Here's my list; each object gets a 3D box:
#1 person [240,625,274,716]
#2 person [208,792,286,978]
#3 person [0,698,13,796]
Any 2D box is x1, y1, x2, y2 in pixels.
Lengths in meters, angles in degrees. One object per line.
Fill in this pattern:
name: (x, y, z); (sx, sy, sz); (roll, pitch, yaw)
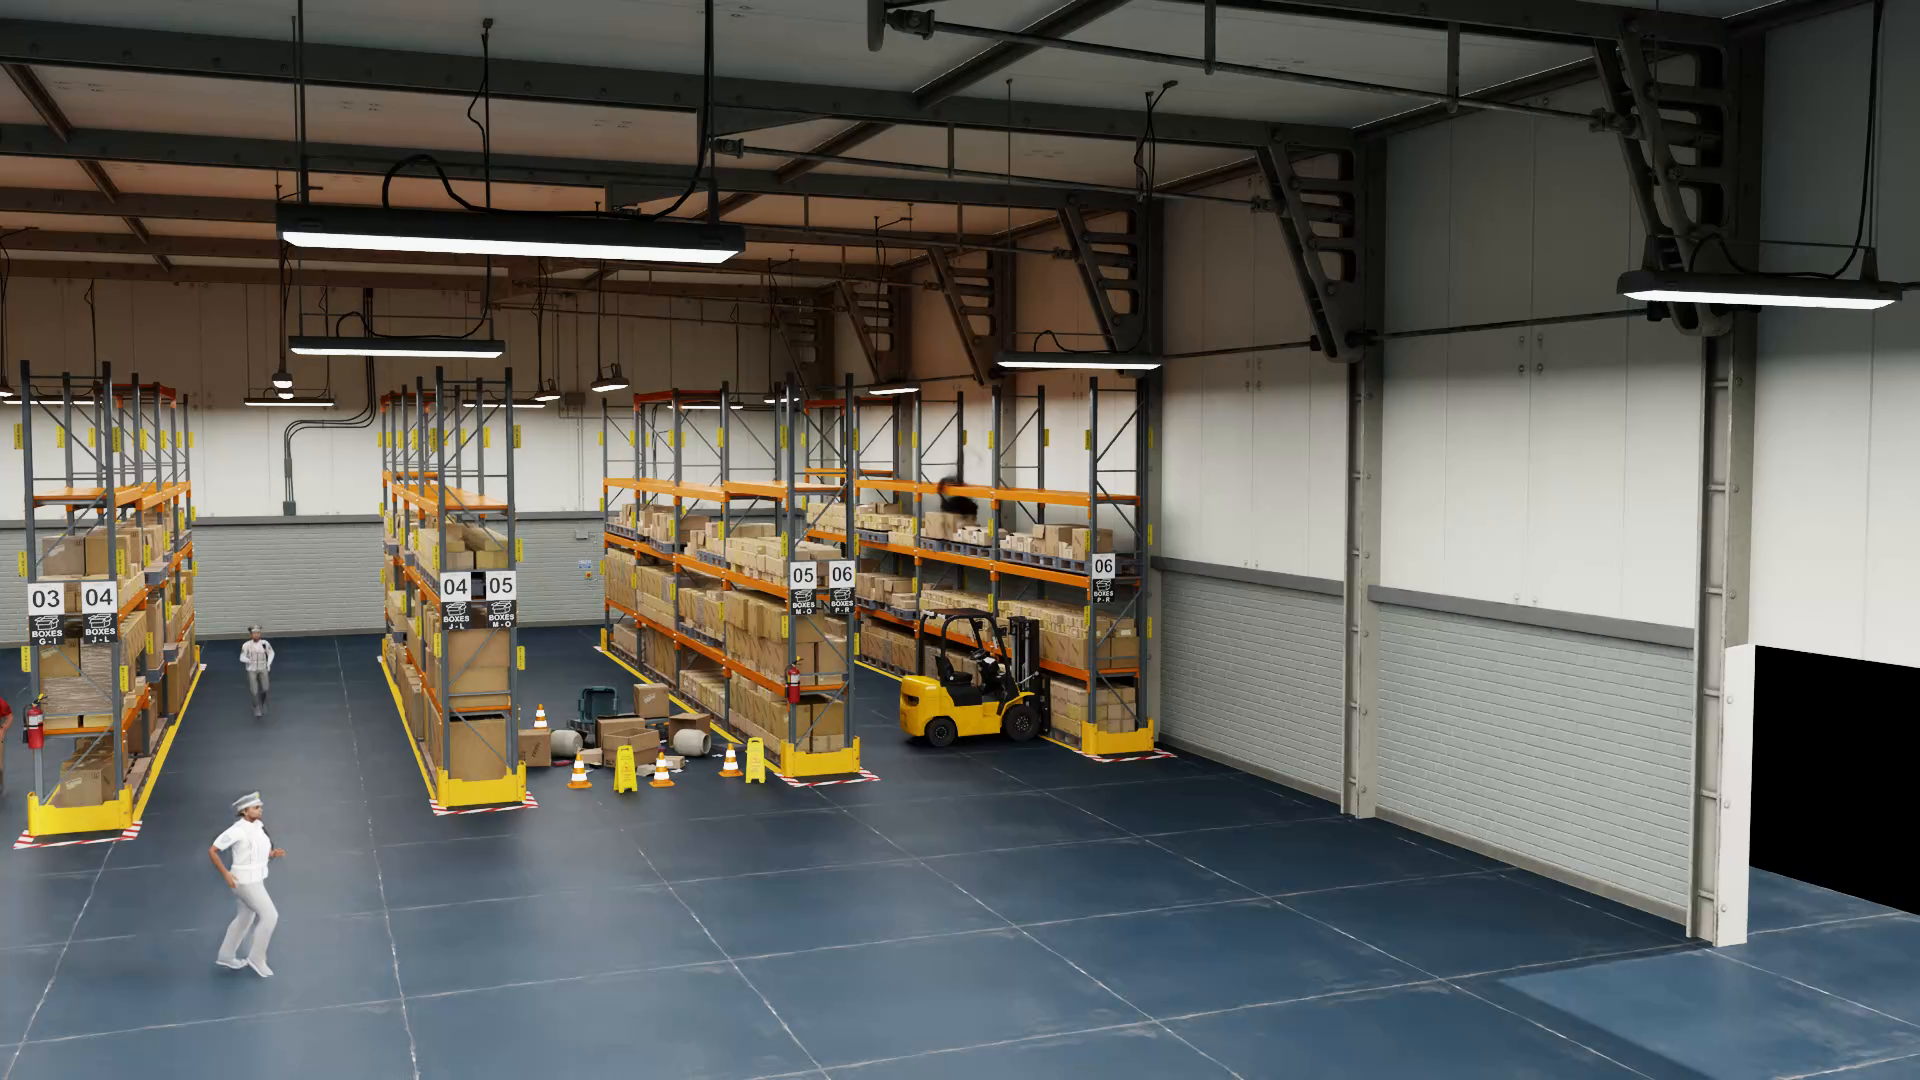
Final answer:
person: (-12.644, 2.358, 29.963); (0.591, 1.656, 0.592); (-2, 4, -28)
person: (-6.641, 3.223, 15.571); (0.679, 1.738, 0.555); (0, 3, -1)
person: (-13.410, 2.784, 22.899); (0.640, 1.673, 0.596); (-2, 4, -24)
